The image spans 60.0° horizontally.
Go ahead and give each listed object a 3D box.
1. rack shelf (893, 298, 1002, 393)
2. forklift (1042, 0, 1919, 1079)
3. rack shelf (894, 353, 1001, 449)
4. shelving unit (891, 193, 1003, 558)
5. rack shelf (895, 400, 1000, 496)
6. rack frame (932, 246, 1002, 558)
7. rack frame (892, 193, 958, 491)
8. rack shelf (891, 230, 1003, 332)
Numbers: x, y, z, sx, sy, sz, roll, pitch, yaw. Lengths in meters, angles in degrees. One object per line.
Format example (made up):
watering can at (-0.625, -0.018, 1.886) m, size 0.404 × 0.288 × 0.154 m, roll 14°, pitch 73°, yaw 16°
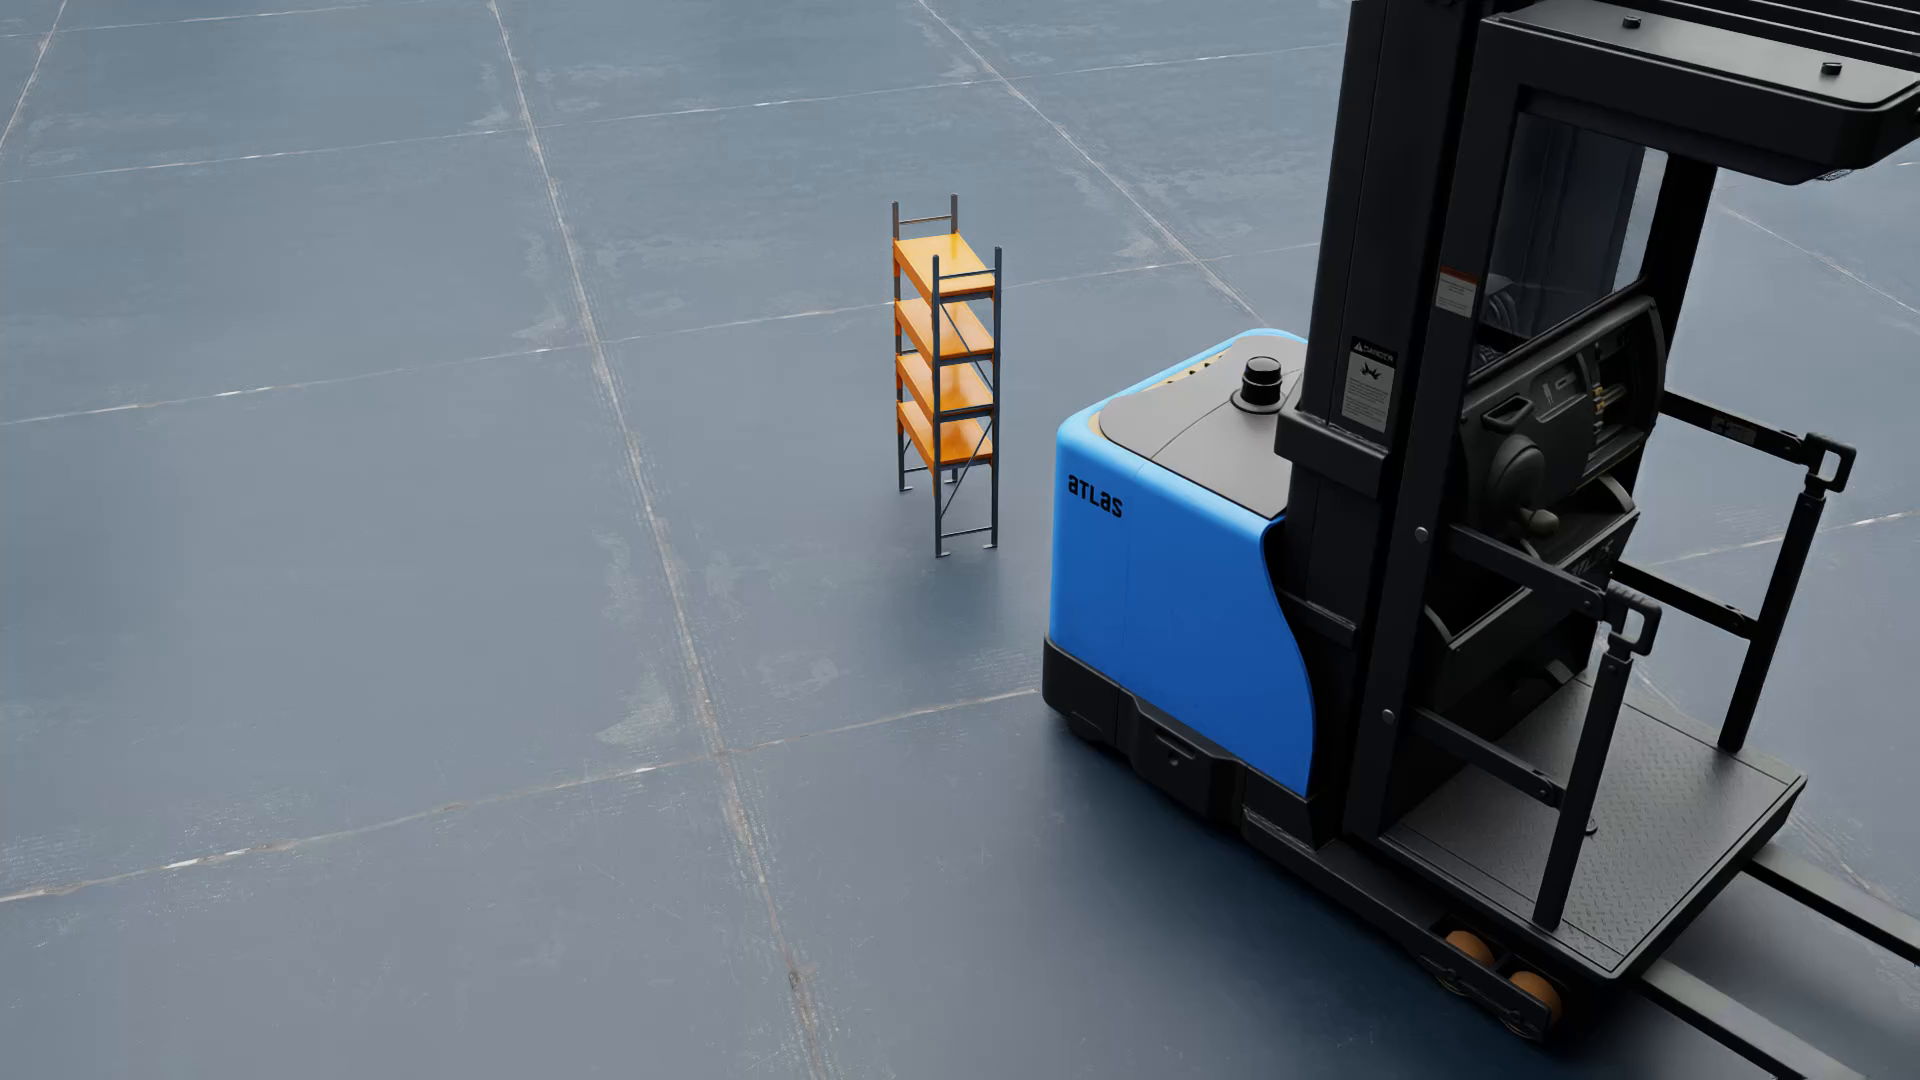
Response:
rack shelf at (-0.051, -0.718, 5.964) m, size 0.258 × 0.148 × 0.480 m, roll -10°, pitch 35°, yaw -15°
forklift at (1.639, -0.258, 3.982) m, size 1.130 × 2.935 × 3.031 m, roll -27°, pitch 42°, yaw -35°
rack shelf at (-0.051, -0.531, 6.088) m, size 0.258 × 0.148 × 0.480 m, roll -10°, pitch 35°, yaw -15°
shelving unit at (-0.051, -0.587, 6.051) m, size 0.258 × 1.200 × 0.503 m, roll -10°, pitch 35°, yaw -15°
rack shelf at (-0.051, -0.366, 6.197) m, size 0.258 × 0.148 × 0.480 m, roll -10°, pitch 35°, yaw -15°
rack frame at (0.024, -0.459, 5.857) m, size 0.240 × 1.200 × 0.015 m, roll -10°, pitch 35°, yaw -15°
rack frame at (-0.125, -0.716, 6.245) m, size 0.240 × 1.200 × 0.015 m, roll -10°, pitch 35°, yaw -15°
rack shelf at (-0.051, -0.915, 5.834) m, size 0.258 × 0.148 × 0.480 m, roll -10°, pitch 35°, yaw -15°
